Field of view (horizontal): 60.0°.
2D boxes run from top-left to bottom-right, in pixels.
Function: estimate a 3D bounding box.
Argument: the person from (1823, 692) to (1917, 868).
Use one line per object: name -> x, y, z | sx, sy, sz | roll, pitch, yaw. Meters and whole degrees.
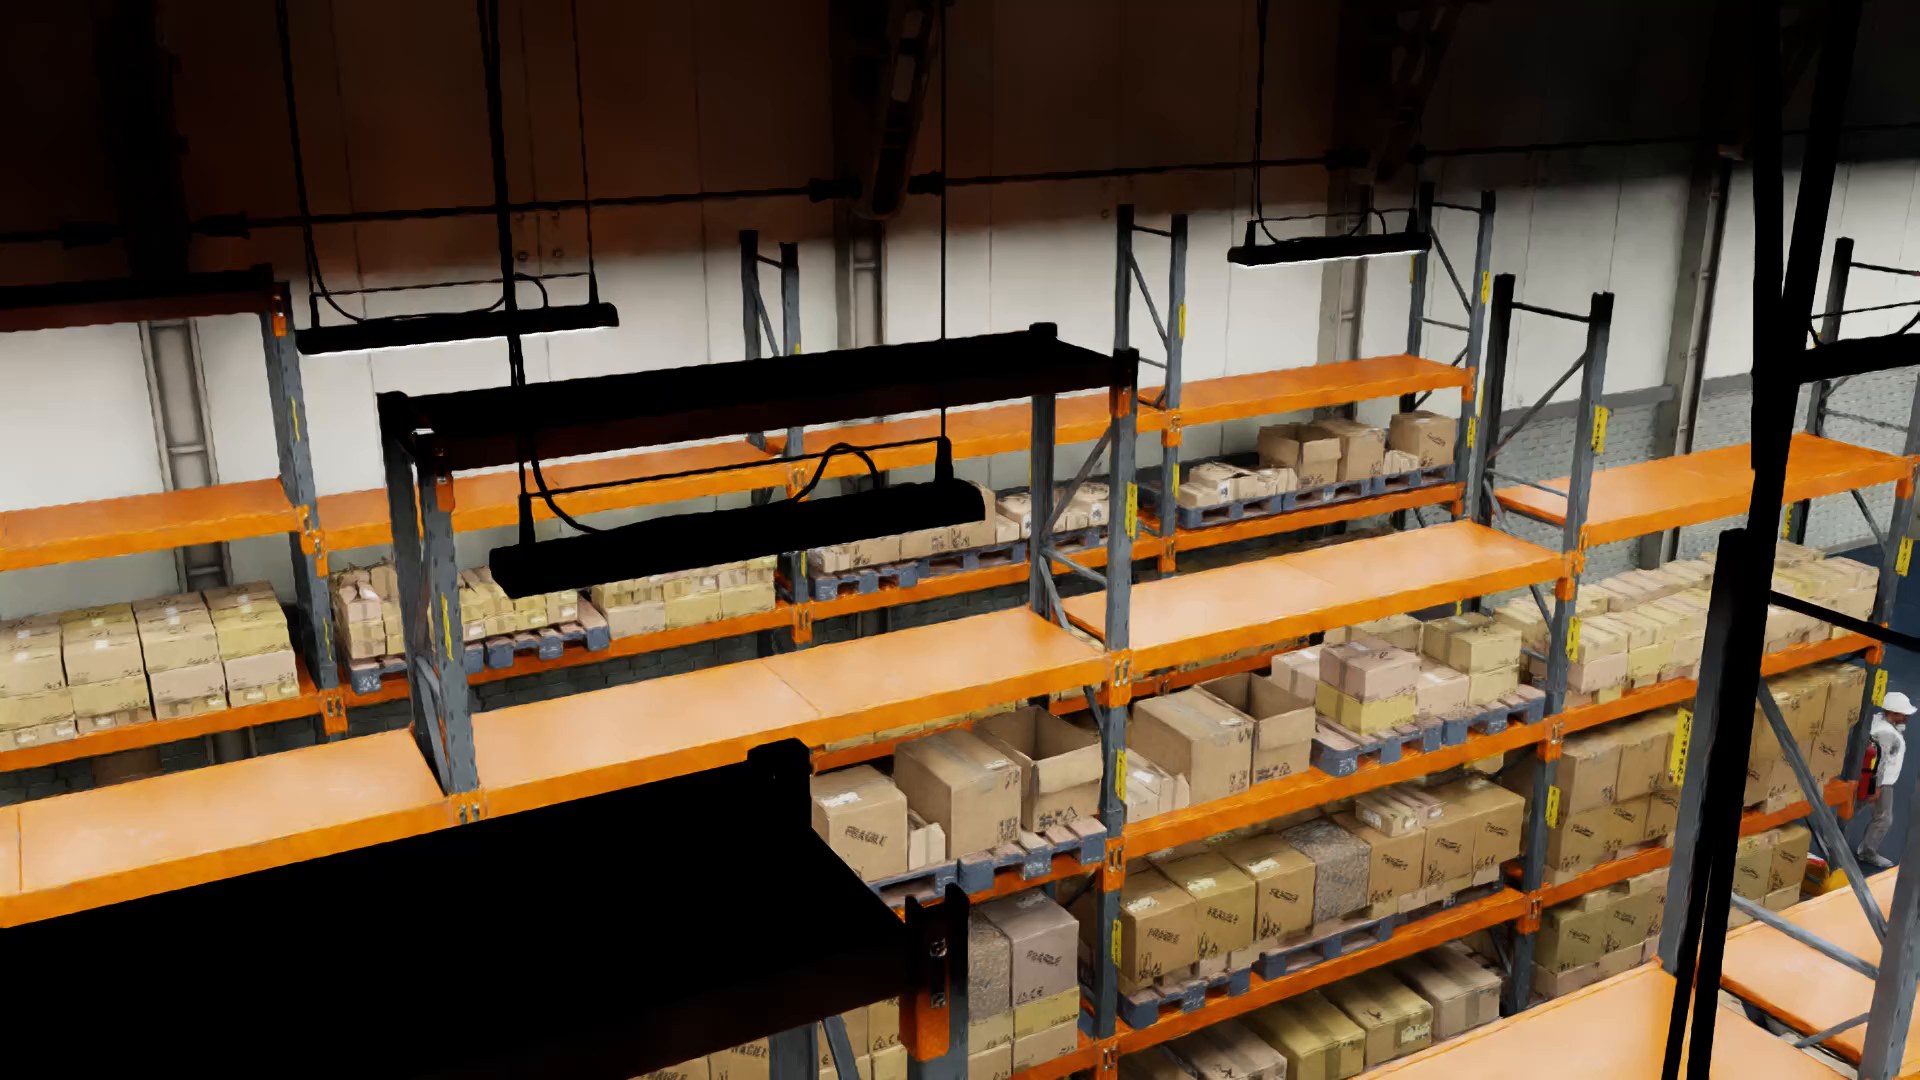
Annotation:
person -> 8.716, 2.247, 15.893 | 0.588, 1.764, 0.560 | 6, 19, 16
